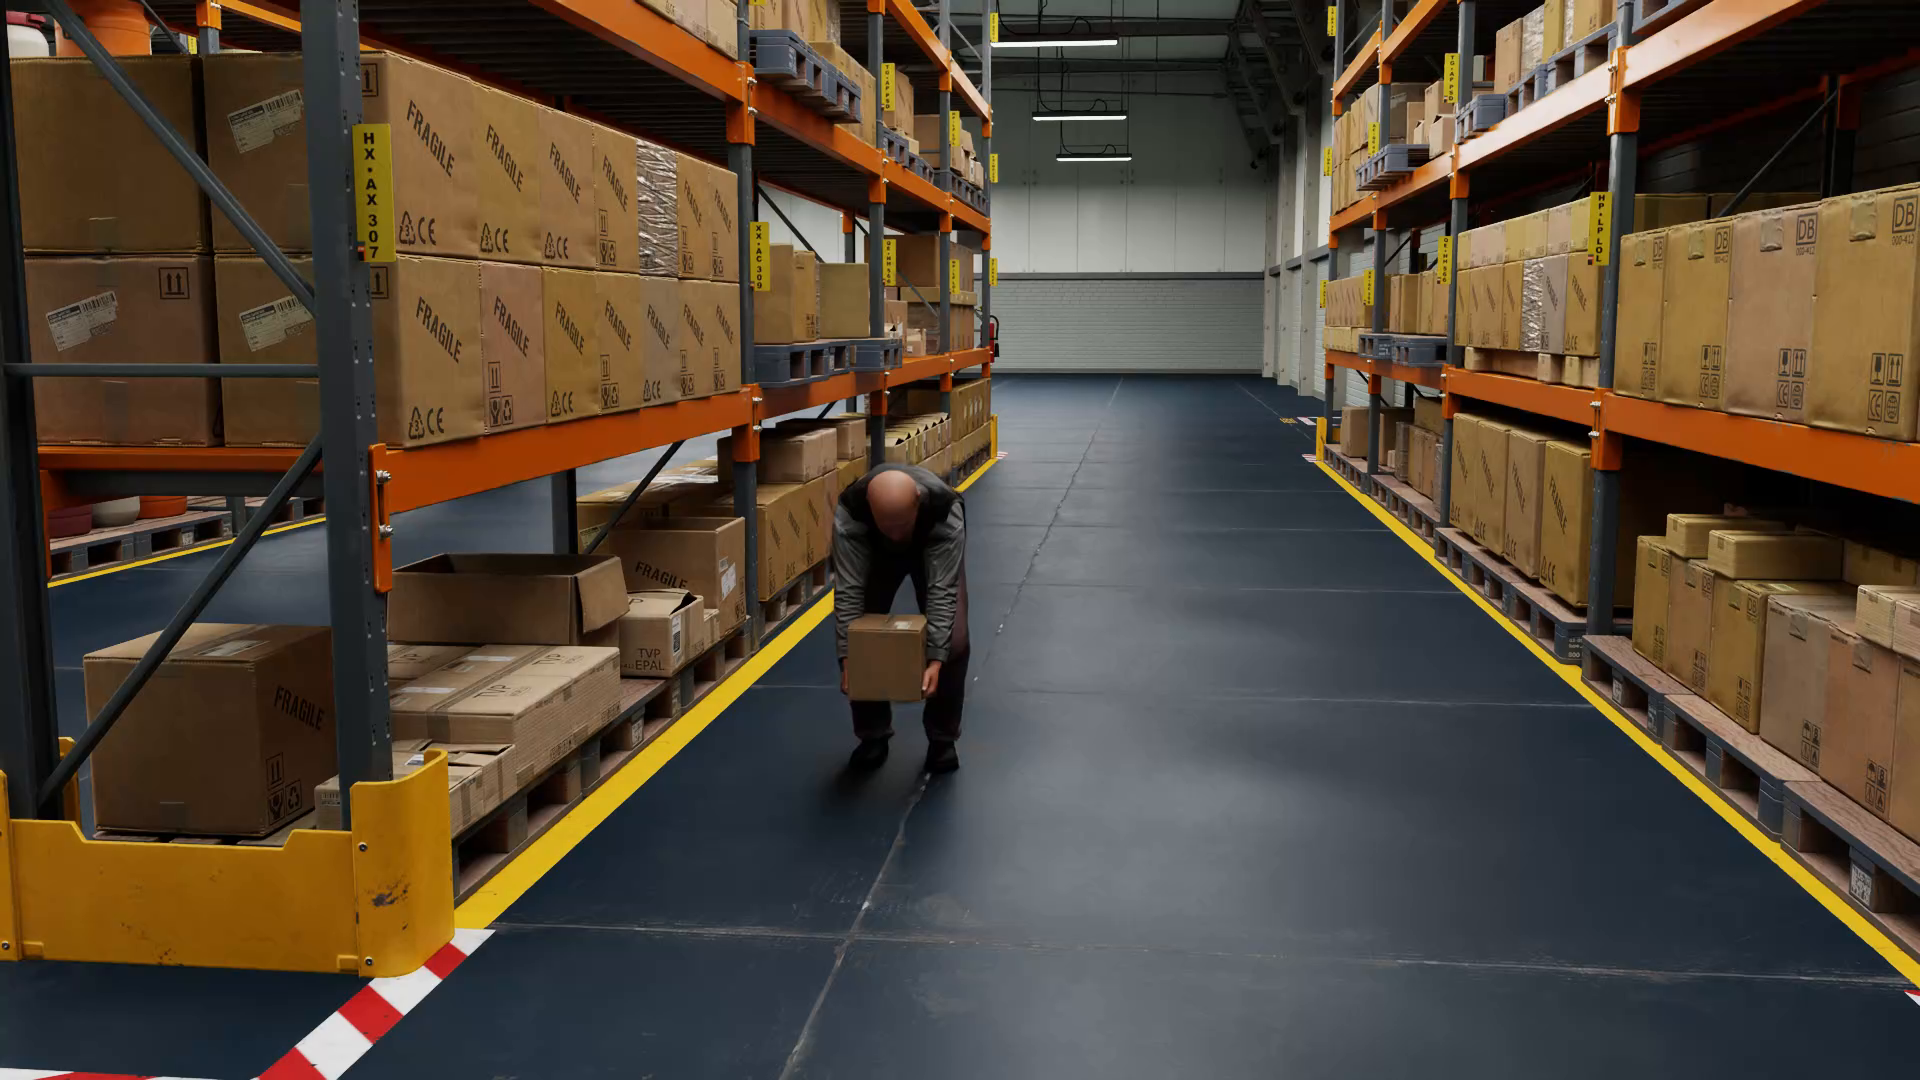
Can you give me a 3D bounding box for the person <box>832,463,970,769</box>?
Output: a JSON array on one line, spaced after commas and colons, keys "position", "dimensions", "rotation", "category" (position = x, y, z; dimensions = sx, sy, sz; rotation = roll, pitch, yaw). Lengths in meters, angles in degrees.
[{"position": [-0.214, 0.286, 5.944], "dimensions": [0.484, 1.140, 0.940], "rotation": [0, 8, 4], "category": "person"}]
